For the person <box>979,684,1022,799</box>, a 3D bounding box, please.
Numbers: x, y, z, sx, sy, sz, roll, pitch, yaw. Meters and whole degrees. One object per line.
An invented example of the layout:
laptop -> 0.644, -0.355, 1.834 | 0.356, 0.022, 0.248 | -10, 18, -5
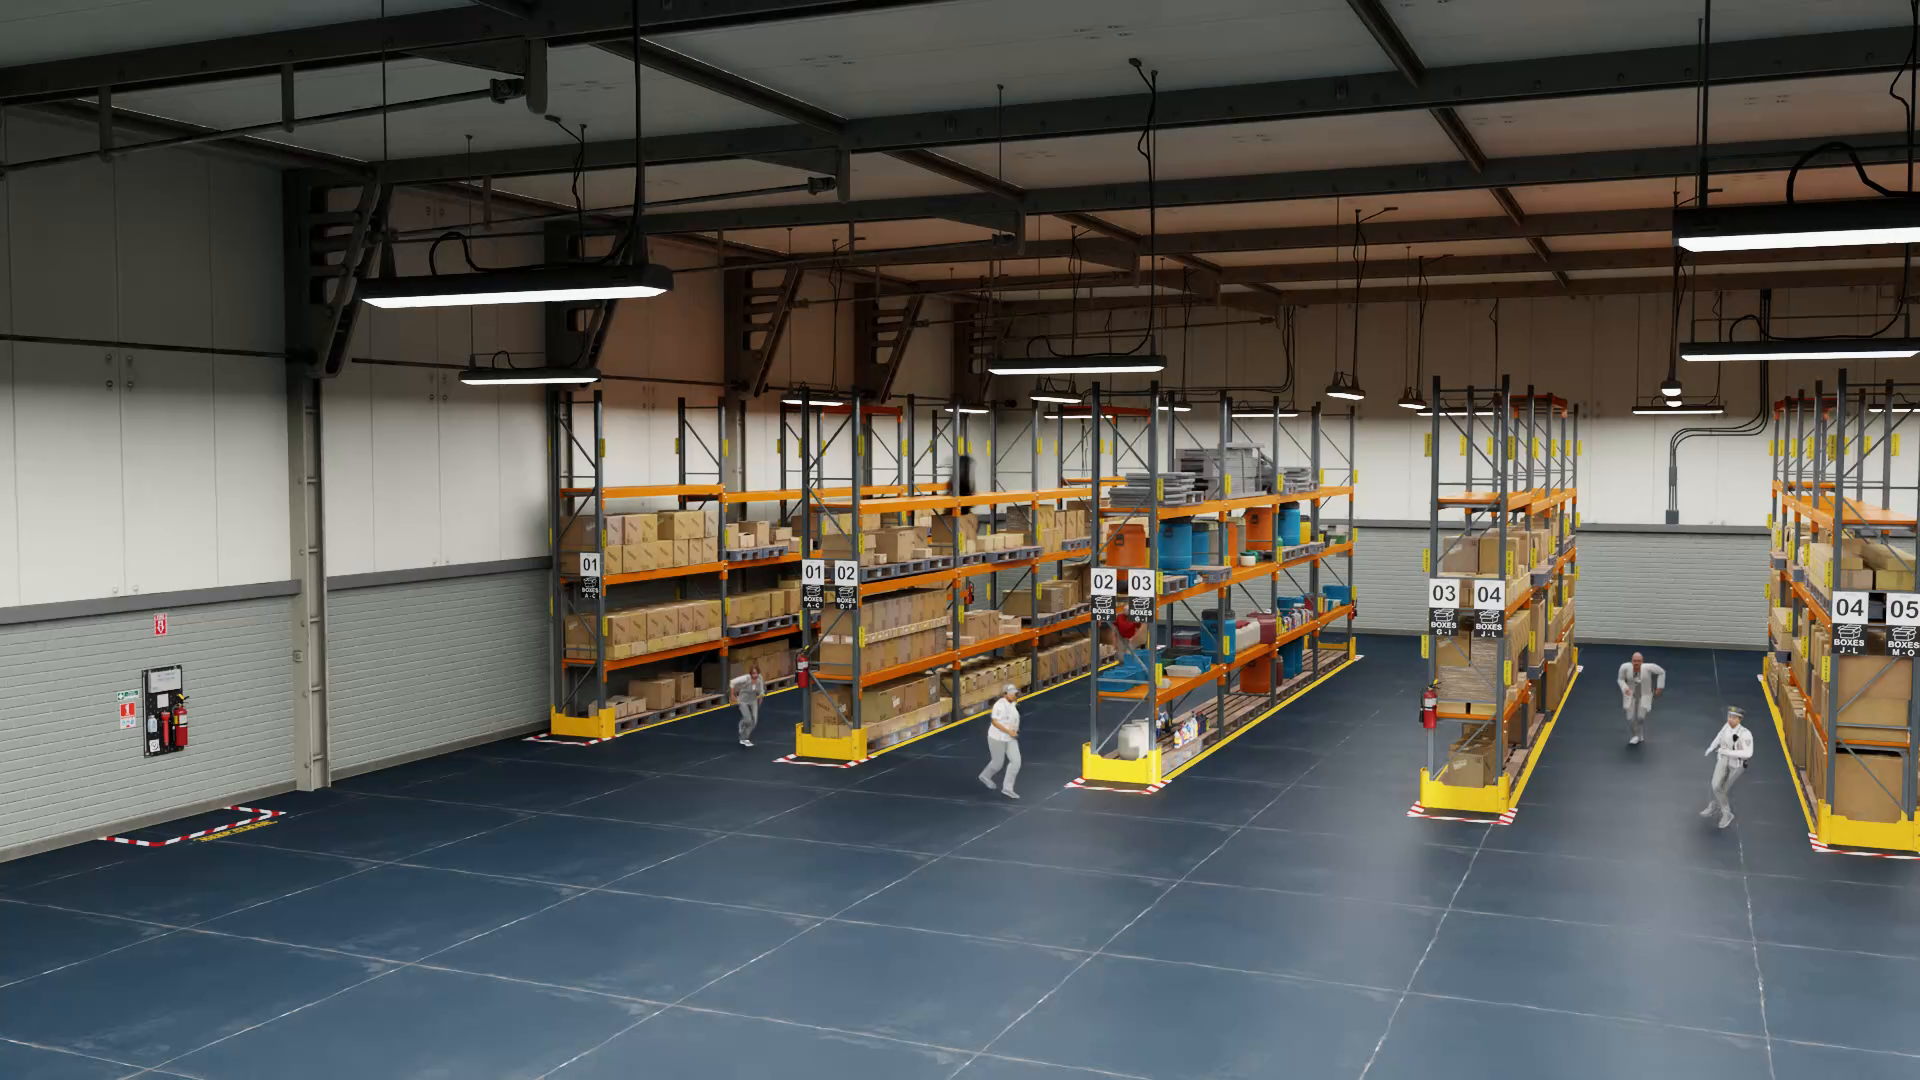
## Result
person -> 0.546, 2.868, 23.939 | 0.790, 1.648, 0.574 | 3, 4, 44

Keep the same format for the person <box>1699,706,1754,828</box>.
person -> 10.157, 2.970, 22.026 | 0.752, 1.612, 0.675 | 3, 4, 43

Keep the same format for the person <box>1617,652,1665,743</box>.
person -> 11.475, 2.664, 28.026 | 0.741, 1.594, 0.873 | 2, 4, 26

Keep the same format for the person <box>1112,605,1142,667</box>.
person -> 3.591, 2.203, 35.807 | 0.656, 1.665, 0.677 | 0, 3, 8

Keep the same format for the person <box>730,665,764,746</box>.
person -> -3.565, 2.766, 27.802 | 0.559, 1.418, 0.755 | -2, 4, -30
